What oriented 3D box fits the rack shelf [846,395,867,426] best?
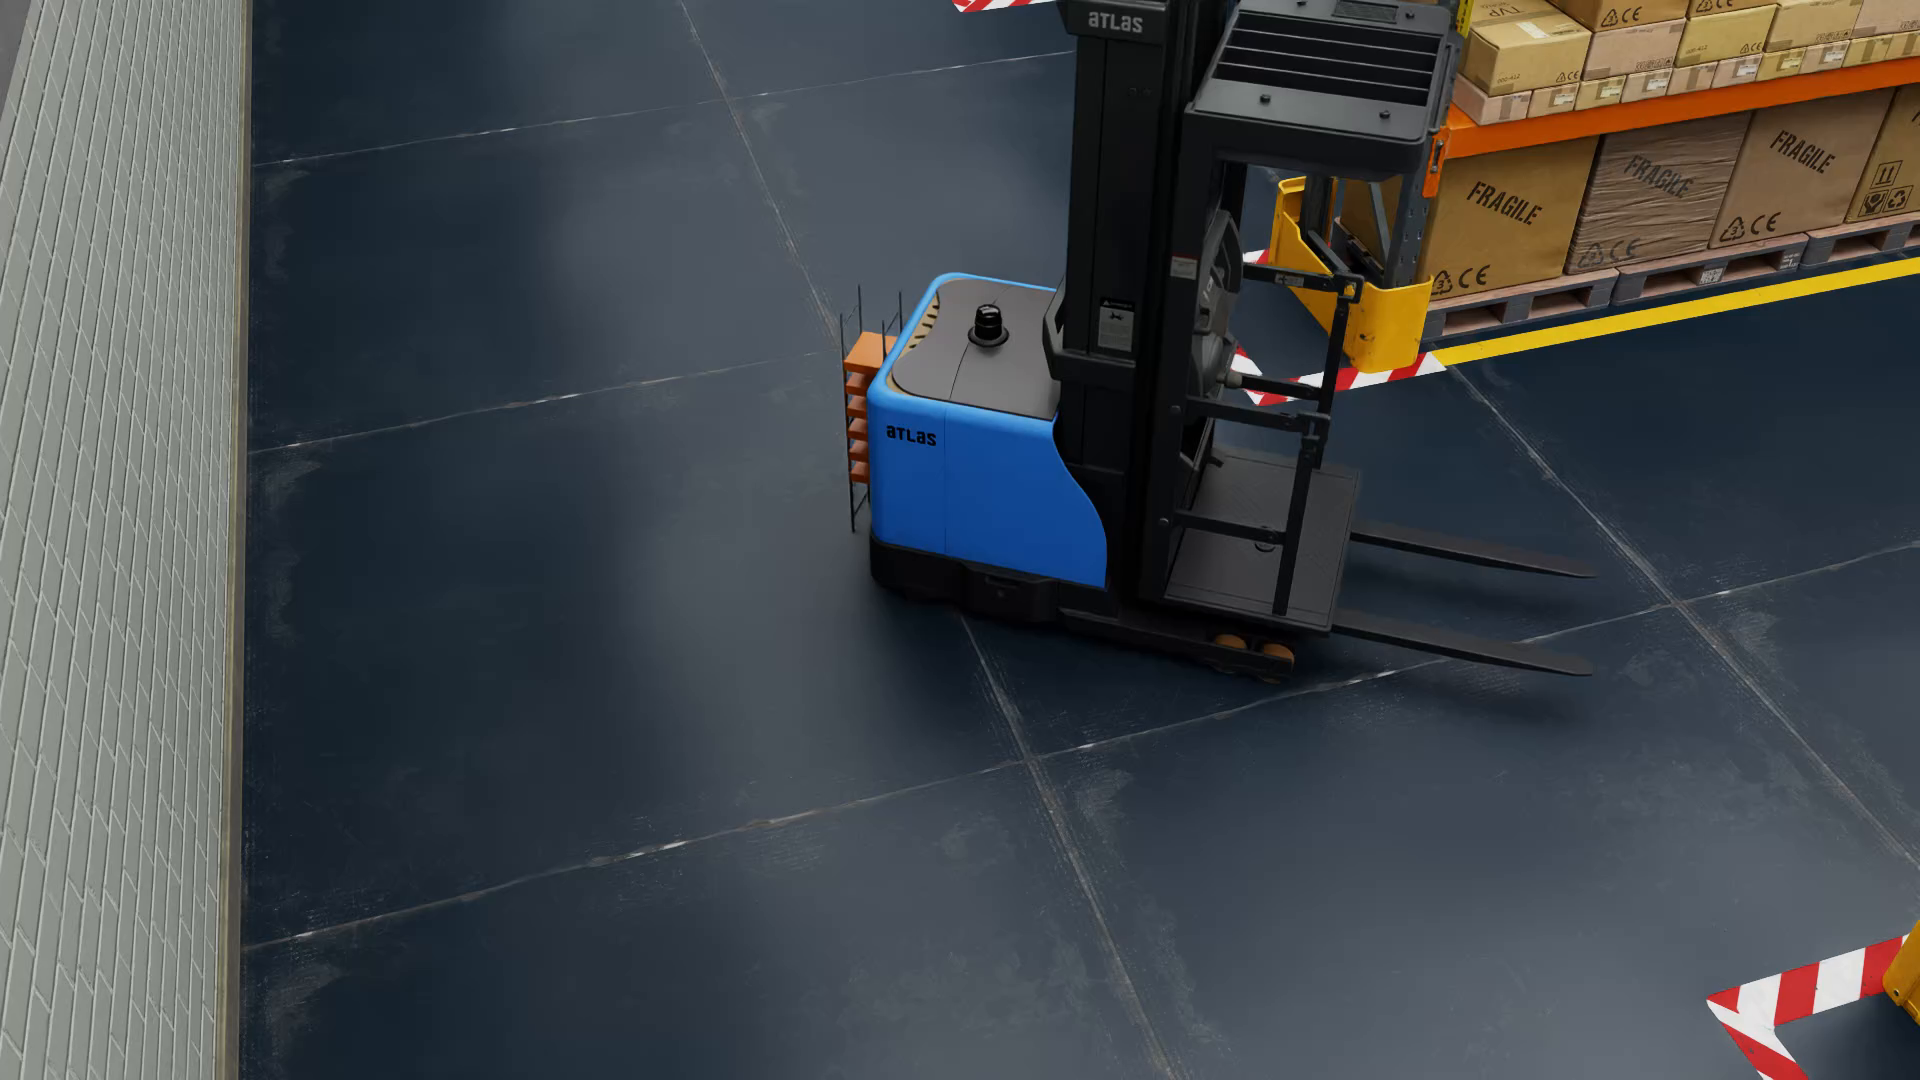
[{"bbox_3d":[-0.369,-0.595,7.254,0.180,0.103,0.258,12,42,13],"label":"rack shelf"}]

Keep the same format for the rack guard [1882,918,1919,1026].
[{"bbox_3d":[3.549,1.680,5.297,0.348,0.500,1.175,-12,42,-13],"label":"rack guard"}]

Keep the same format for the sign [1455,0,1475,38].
[{"bbox_3d":[2.241,-2.389,7.336,0.005,0.325,0.100,-12,42,-13],"label":"sign"}]

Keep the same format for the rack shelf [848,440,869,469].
[{"bbox_3d":[-0.369,-0.414,7.411,0.180,0.103,0.258,12,42,13],"label":"rack shelf"}]

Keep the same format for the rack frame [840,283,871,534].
[{"bbox_3d":[-0.457,-0.556,7.324,0.006,1.200,0.240,12,42,13],"label":"rack frame"}]

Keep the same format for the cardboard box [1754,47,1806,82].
[{"bbox_3d":[3.984,-2.456,8.322,0.250,0.149,0.380,-13,43,-14],"label":"cardboard box"}]

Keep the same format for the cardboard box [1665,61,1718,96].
[{"bbox_3d":[3.497,-2.355,8.206,0.250,0.149,0.380,-12,43,-14],"label":"cardboard box"}]

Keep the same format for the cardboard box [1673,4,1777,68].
[{"bbox_3d":[3.593,-2.567,8.146,0.500,0.250,0.500,-13,43,-14],"label":"cardboard box"}]

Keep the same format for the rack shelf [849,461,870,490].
[{"bbox_3d":[-0.369,-0.324,7.490,0.180,0.103,0.258,12,42,13],"label":"rack shelf"}]

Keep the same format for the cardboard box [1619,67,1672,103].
[{"bbox_3d":[3.254,-2.306,8.150,0.250,0.149,0.380,-12,43,-14],"label":"cardboard box"}]

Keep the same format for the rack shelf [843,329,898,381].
[{"bbox_3d":[-0.369,-0.775,7.096,0.180,0.103,0.258,12,42,13],"label":"rack shelf"}]

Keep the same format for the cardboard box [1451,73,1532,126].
[{"bbox_3d":[2.518,-2.151,7.973,0.250,0.149,0.380,-11,42,-13],"label":"cardboard box"}]

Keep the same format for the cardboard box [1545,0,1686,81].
[{"bbox_3d":[3.113,-2.470,8.035,0.500,0.250,0.500,-12,43,-14],"label":"cardboard box"}]

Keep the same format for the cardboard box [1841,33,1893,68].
[{"bbox_3d":[4.477,-2.558,8.439,0.250,0.149,0.380,-12,43,-14],"label":"cardboard box"}]

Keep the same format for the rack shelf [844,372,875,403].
[{"bbox_3d":[-0.369,-0.685,7.175,0.180,0.103,0.258,12,42,13],"label":"rack shelf"}]

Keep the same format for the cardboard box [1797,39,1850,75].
[{"bbox_3d":[4.234,-2.509,8.382,0.250,0.149,0.380,-11,42,-12],"label":"cardboard box"}]

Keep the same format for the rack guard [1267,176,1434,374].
[{"bbox_3d":[2.057,-1.436,8.864,0.348,0.500,1.175,-12,42,-13],"label":"rack guard"}]

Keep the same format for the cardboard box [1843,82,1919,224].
[{"bbox_3d":[5.242,-2.451,9.421,0.875,0.875,0.875,-12,42,-13],"label":"cardboard box"}]

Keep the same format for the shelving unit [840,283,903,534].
[{"bbox_3d":[-0.369,-0.538,7.303,0.189,1.200,0.258,12,42,13],"label":"shelving unit"}]

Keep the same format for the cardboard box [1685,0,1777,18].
[{"bbox_3d":[3.588,-2.851,7.901,0.500,0.500,0.500,-13,43,-14],"label":"cardboard box"}]

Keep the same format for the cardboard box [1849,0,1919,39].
[{"bbox_3d":[4.573,-2.772,8.380,0.500,0.250,0.500,-11,42,-12],"label":"cardboard box"}]

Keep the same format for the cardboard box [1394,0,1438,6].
[{"bbox_3d":[2.462,-2.700,8.298,0.500,0.250,0.500,-12,43,-14],"label":"cardboard box"}]

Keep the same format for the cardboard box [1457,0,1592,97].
[{"bbox_3d":[2.619,-2.363,7.913,0.500,0.250,0.500,-13,43,-14],"label":"cardboard box"}]

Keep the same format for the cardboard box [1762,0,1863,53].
[{"bbox_3d":[4.089,-2.674,8.268,0.500,0.250,0.500,-12,43,-14],"label":"cardboard box"}]

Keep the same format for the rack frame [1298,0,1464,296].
[{"bbox_3d":[2.080,-2.382,8.047,0.127,3.000,1.000,-12,42,-13],"label":"rack frame"}]

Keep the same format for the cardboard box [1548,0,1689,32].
[{"bbox_3d":[3.096,-2.745,7.779,0.500,0.500,0.500,-13,43,-14],"label":"cardboard box"}]

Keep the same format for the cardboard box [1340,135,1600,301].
[{"bbox_3d":[2.666,-1.917,8.810,0.875,0.875,0.875,-12,42,-13],"label":"cardboard box"}]

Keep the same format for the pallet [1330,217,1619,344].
[{"bbox_3d":[2.819,-1.539,9.201,1.213,0.211,1.003,-12,42,-13],"label":"pallet"}]

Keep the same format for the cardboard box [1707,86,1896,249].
[{"bbox_3d":[4.383,-2.273,9.217,0.875,0.875,0.875,-12,42,-13],"label":"cardboard box"}]

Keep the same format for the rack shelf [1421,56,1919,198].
[{"bbox_3d":[3.988,-2.507,8.736,4.000,0.370,1.077,-12,42,-13],"label":"rack shelf"}]

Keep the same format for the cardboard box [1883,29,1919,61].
[{"bbox_3d":[4.721,-2.609,8.497,0.250,0.149,0.380,-11,42,-12],"label":"cardboard box"}]

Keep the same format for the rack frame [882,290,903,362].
[{"bbox_3d":[-0.282,-0.520,7.283,0.006,1.200,0.240,12,42,13],"label":"rack frame"}]

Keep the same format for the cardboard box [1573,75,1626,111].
[{"bbox_3d":[3.006,-2.253,8.090,0.250,0.149,0.380,-13,43,-14],"label":"cardboard box"}]

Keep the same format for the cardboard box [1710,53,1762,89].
[{"bbox_3d":[3.743,-2.407,8.265,0.250,0.149,0.380,-12,43,-14],"label":"cardboard box"}]

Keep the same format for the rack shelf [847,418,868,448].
[{"bbox_3d":[-0.369,-0.504,7.332,0.180,0.103,0.258,12,42,13],"label":"rack shelf"}]

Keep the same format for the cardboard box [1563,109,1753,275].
[{"bbox_3d":[3.534,-2.097,9.016,0.875,0.875,0.875,-12,42,-13],"label":"cardboard box"}]

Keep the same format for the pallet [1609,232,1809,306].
[{"bbox_3d":[3.981,-1.778,9.474,1.213,0.211,1.003,-12,42,-13],"label":"pallet"}]

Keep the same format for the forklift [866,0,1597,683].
[{"bbox_3d":[1.183,-0.902,6.404,3.031,2.935,1.130,12,42,13],"label":"forklift"}]

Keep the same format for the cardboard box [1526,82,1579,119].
[{"bbox_3d":[2.762,-2.203,8.032,0.250,0.149,0.380,-12,43,-14],"label":"cardboard box"}]

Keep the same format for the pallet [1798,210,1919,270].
[{"bbox_3d":[5.146,-2.022,9.753,1.213,0.211,1.003,-12,42,-13],"label":"pallet"}]
